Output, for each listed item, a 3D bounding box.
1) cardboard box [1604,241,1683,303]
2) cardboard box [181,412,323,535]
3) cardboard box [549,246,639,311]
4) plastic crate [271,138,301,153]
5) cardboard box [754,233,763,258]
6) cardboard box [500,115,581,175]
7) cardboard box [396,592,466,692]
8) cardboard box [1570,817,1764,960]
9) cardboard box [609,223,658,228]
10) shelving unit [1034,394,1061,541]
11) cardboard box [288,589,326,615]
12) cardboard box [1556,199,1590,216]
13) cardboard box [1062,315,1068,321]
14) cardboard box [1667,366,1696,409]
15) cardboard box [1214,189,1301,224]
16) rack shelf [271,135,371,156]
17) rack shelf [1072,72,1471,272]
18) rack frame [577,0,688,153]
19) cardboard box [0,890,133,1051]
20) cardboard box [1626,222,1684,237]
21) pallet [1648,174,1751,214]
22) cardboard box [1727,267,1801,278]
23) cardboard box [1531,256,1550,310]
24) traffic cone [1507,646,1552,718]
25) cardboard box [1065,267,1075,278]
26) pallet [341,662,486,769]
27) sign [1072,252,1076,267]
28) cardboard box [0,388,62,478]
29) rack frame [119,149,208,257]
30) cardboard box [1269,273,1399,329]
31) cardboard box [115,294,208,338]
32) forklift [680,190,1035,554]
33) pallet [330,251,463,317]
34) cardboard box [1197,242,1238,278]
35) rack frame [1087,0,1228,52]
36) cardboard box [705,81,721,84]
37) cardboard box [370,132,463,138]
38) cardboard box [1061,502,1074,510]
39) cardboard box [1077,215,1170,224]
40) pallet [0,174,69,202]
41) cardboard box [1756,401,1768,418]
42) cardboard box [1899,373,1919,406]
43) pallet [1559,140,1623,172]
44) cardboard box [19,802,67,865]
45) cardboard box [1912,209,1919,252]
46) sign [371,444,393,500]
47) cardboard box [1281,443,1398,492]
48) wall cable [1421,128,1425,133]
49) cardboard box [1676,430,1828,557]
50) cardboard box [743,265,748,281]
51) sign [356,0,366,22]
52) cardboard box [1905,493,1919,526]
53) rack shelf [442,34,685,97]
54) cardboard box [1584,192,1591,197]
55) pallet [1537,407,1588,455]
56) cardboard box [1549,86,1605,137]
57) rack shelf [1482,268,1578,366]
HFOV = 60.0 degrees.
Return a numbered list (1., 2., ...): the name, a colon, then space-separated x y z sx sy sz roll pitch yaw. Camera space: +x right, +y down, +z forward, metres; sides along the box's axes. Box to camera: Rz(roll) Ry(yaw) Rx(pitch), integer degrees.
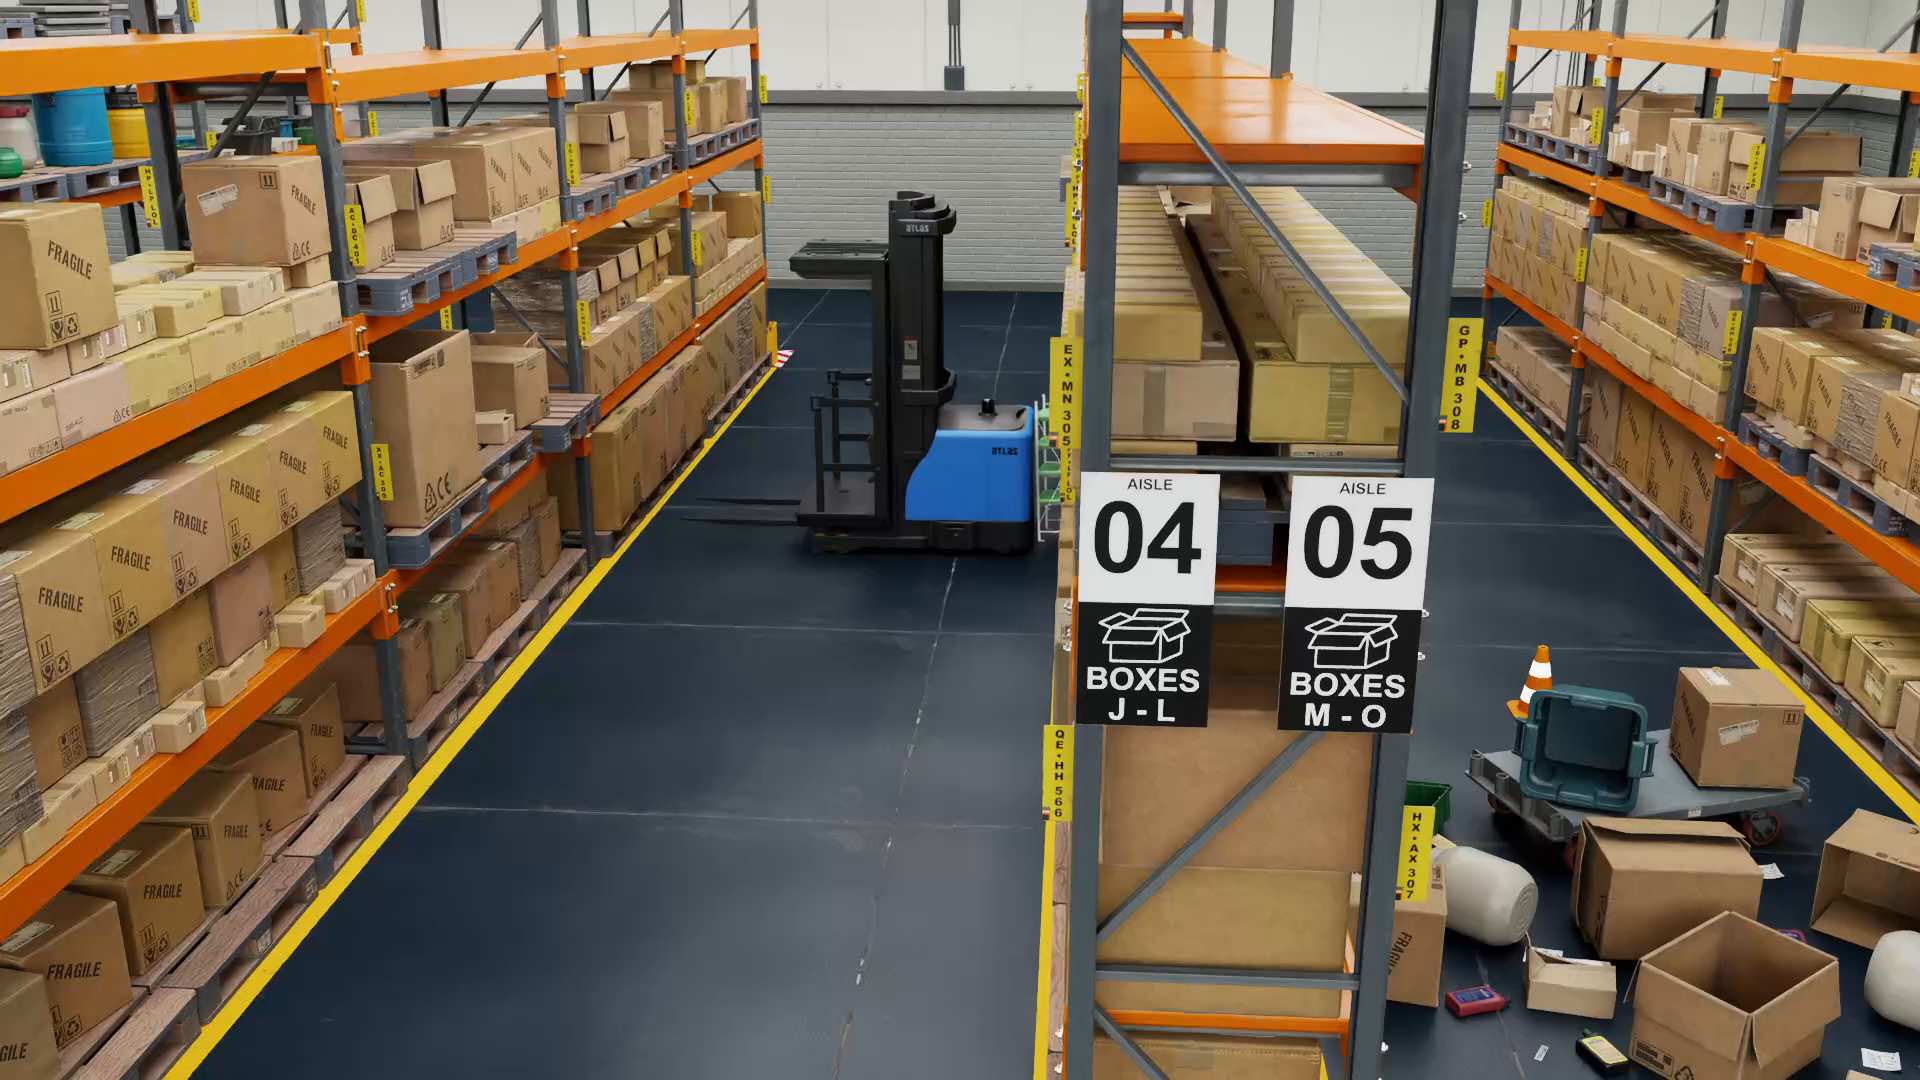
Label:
1. cardboard box: 6.326 -2.478 15.401 0.500 0.500 0.500 1 18 4
2. cardboard box: -3.598 -0.343 8.410 0.500 0.500 0.500 1 18 4
3. cardboard box: -3.359 -2.385 15.112 0.797 0.503 0.637 2 18 6
4. plastic crate: -7.786 -4.471 18.856 0.437 0.136 0.530 1 18 4
5. cardboard box: -2.715 -3.621 20.420 0.500 0.250 0.500 1 18 3
6. cardboard box: -3.573 -3.356 14.197 0.500 0.500 0.500 2 18 7
7. cardboard box: -3.687 0.660 10.898 0.700 0.500 0.500 1 18 4
8. cardboard box: 3.452 1.712 8.172 0.797 0.637 0.503 1 18 4
9. cardboard box: -3.466 -3.040 17.443 0.500 0.500 0.500 2 18 5
10. shelving unit: 0.811 -0.628 14.316 0.258 1.200 0.503 0 12 11
11. cardboard box: -3.633 0.366 8.893 0.380 0.149 0.250 1 18 4
12. cardboard box: 6.494 -3.492 17.454 0.380 0.149 0.250 1 18 3
13. cardboard box: 1.038 -1.765 13.767 0.380 0.149 0.250 2 18 6
14. cardboard box: 6.164 -1.252 13.668 0.500 0.250 0.500 2 18 5
15. cardboard box: 1.408 -1.571 7.872 0.380 0.149 0.250 1 18 4
16. rack shelf: -8.029 -4.280 19.007 1.077 0.370 4.000 1 18 4
17. rack shelf: 0.991 -1.536 6.457 1.077 0.370 4.000 1 18 4
18. rack frame: -3.232 -5.316 16.195 1.000 3.000 0.127 1 18 4
19. cardboard box: -4.022 1.870 7.239 0.500 0.500 0.500 6 19 18
20. cardboard box: 6.928 -2.909 16.718 0.500 0.500 0.500 1 18 4
21. pallet: 6.436 -2.886 13.899 1.003 0.211 1.213 2 18 6
22. cardboard box: 6.724 -1.987 13.902 0.500 0.500 0.500 2 18 5
23. cardboard box: 6.484 -2.758 17.861 0.500 0.500 0.500 1 18 3
24. traffic cone: 3.795 0.917 10.880 0.336 0.463 0.334 1 18 4
25. cardboard box: 1.221 -2.574 16.234 0.380 0.149 0.250 2 18 7
26. pallet: -3.751 1.103 10.719 1.003 0.211 1.213 1 18 4
27. sign: 1.166 -2.744 16.590 0.100 0.325 0.005 1 18 4
28. cardboard box: -3.769 -0.397 6.240 0.500 0.250 0.500 1 18 3
29. rack frame: -8.172 -2.576 17.467 1.000 3.000 0.127 1 18 4
30. cardboard box: 1.226 -0.782 5.463 0.380 0.149 0.250 1 18 3
31. cardboard box: -3.630 -1.007 7.463 0.380 0.149 0.250 2 18 6
32. forklift: -0.875 -1.439 14.106 3.031 2.935 1.130 1 18 4
33. pallet: -3.655 -1.506 9.686 1.213 0.211 1.003 1 18 4
34. cardboard box: 1.281 -1.110 7.105 0.500 0.250 0.500 1 18 3
35. rack frame: 1.421 -3.932 11.970 1.000 3.000 0.127 1 18 4
36. cardboard box: -3.078 -4.931 18.842 0.700 0.500 0.500 0 18 0
37. cardboard box: -3.849 -2.636 11.869 0.500 0.500 0.500 1 18 4
38. cardboard box: 1.288 -0.024 12.618 1.050 0.750 0.750 1 18 3
39. cardboard box: 0.680 -1.270 6.951 0.380 0.149 0.250 1 18 4
40. pallet: -8.306 -2.904 13.956 1.003 0.211 1.213 1 18 4
41. cardboard box: 6.157 -0.985 12.341 0.380 0.149 0.250 0 18 1
42. cardboard box: 5.920 -0.904 10.012 0.380 0.149 0.250 1 18 2
43. pallet: 6.722 -3.881 16.776 1.003 0.211 1.213 1 18 4
44. cardboard box: -3.764 1.143 6.520 0.380 0.149 0.250 1 18 4
45. cardboard box: 6.056 -1.813 9.888 0.500 0.250 0.500 2 18 5
46. sign: -3.264 -0.382 9.382 0.100 0.325 0.005 1 18 4
47. cardboard box: 1.192 -0.249 5.116 0.380 0.149 0.250 1 18 4
48. wall cable: 7.320 -5.736 25.428 0.585 1.953 0.123 1 18 4
49. cardboard box: 6.498 -0.404 13.577 0.875 0.875 0.875 1 18 3
50. cardboard box: -2.714 -3.153 19.631 0.380 0.149 0.250 1 18 3
51. sign: -7.335 -6.508 20.352 0.100 0.325 0.005 1 18 4
52. cardboard box: 5.860 -0.168 9.847 0.380 0.149 0.250 1 18 3
53. rack shelf: -3.375 -4.163 14.474 1.077 0.370 4.000 1 18 4
54. cardboard box: 7.039 -3.723 18.159 0.380 0.149 0.250 2 18 6
55. pallet: 6.785 -1.153 17.604 1.003 0.211 1.213 1 18 4
56. cardboard box: 6.645 -4.584 17.781 0.500 0.500 0.500 2 18 5
57. rack shelf: 6.796 -2.523 18.462 1.077 0.370 4.000 1 18 4
